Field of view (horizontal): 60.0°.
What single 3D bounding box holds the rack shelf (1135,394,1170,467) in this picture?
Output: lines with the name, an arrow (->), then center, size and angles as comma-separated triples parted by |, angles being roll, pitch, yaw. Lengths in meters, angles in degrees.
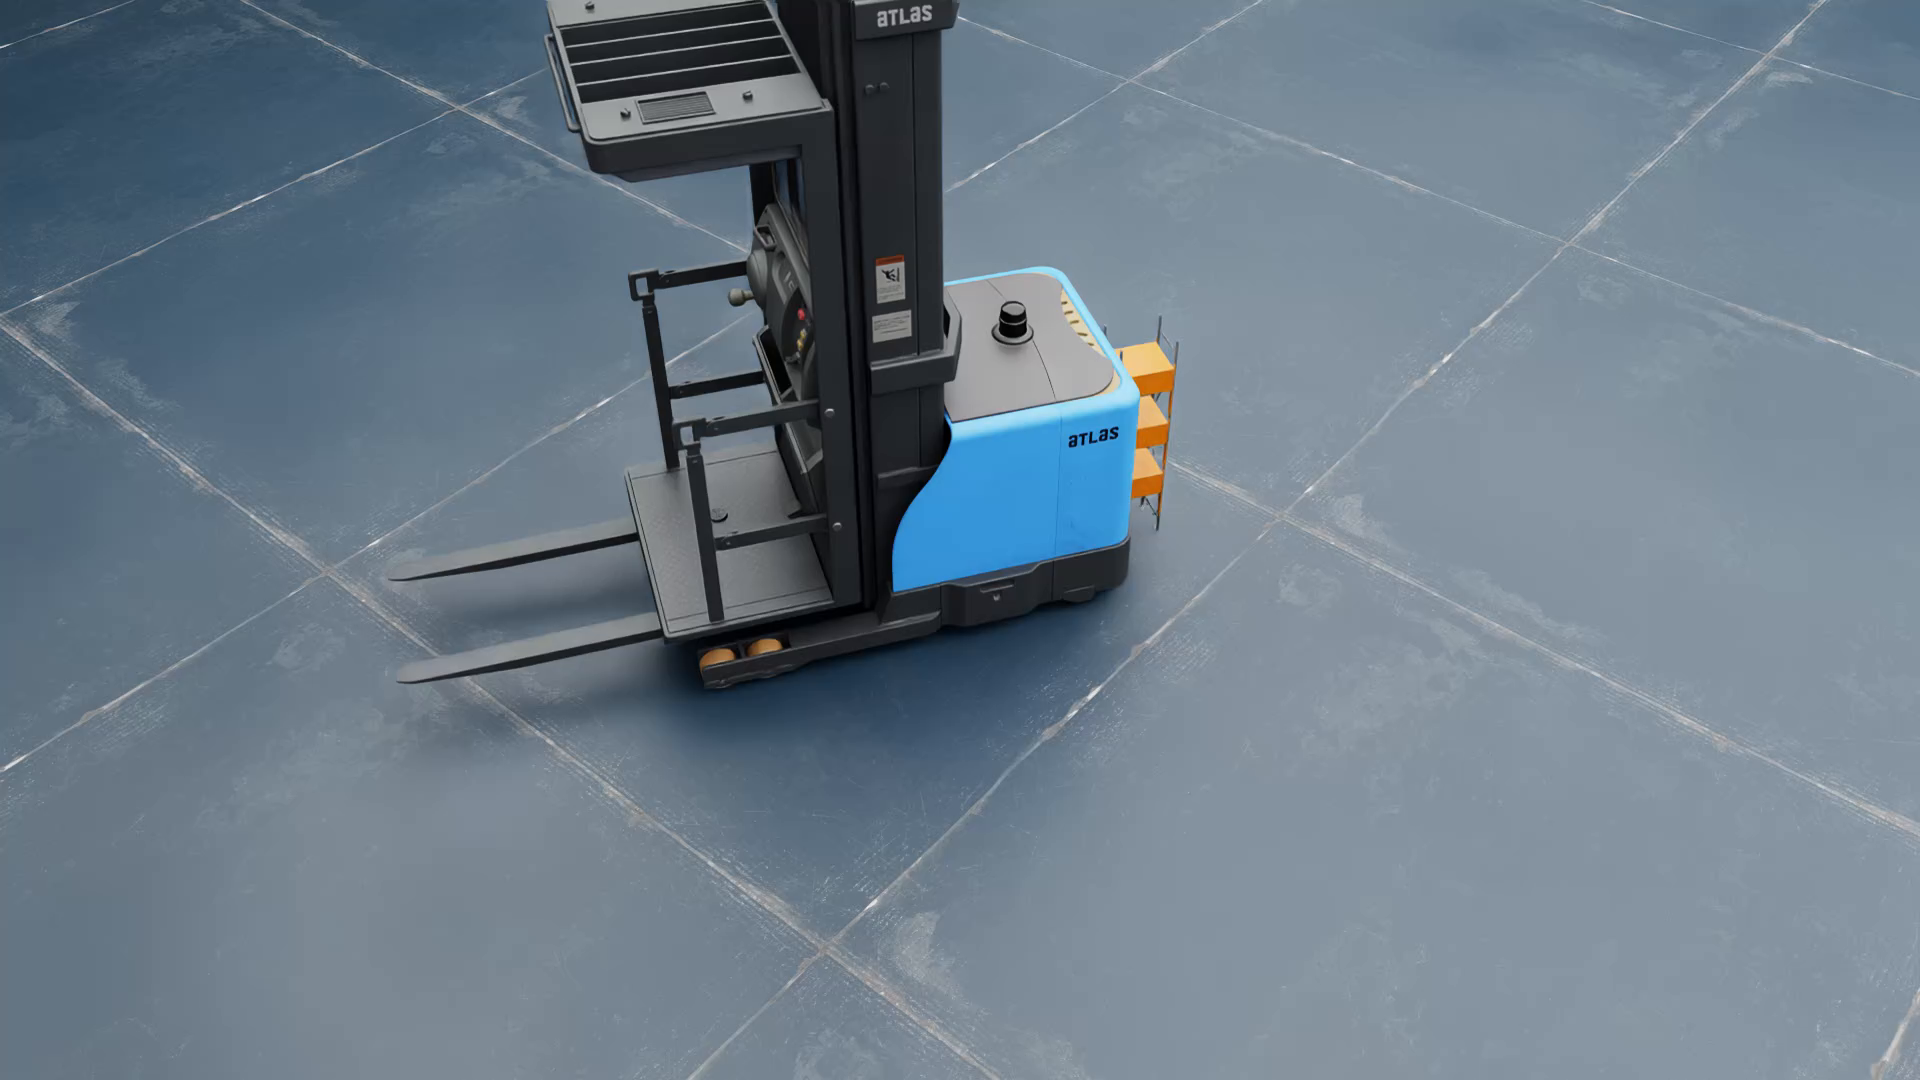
rack shelf -> 0.743, -0.455, 7.168 | 0.240, 0.259, 0.215 | -12, 44, -13

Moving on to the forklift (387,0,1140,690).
forklift -> -0.854, -0.880, 6.221 | 3.031, 2.935, 1.130 | -12, 44, -13

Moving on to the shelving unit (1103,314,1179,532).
shelving unit -> 0.743, -0.463, 7.161 | 0.252, 1.050, 0.215 | -12, 44, -13

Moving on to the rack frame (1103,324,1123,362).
rack frame -> 0.627, -0.438, 7.134 | 0.008, 1.050, 0.200 | -12, 44, -13

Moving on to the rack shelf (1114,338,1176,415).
rack shelf -> 0.743, -0.665, 6.977 | 0.240, 0.259, 0.215 | -12, 44, -13

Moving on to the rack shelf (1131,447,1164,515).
rack shelf -> 0.743, -0.249, 7.355 | 0.240, 0.259, 0.215 | -12, 44, -13

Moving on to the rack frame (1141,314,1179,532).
rack frame -> 0.860, -0.487, 7.188 | 0.008, 1.050, 0.200 | -12, 44, -13
